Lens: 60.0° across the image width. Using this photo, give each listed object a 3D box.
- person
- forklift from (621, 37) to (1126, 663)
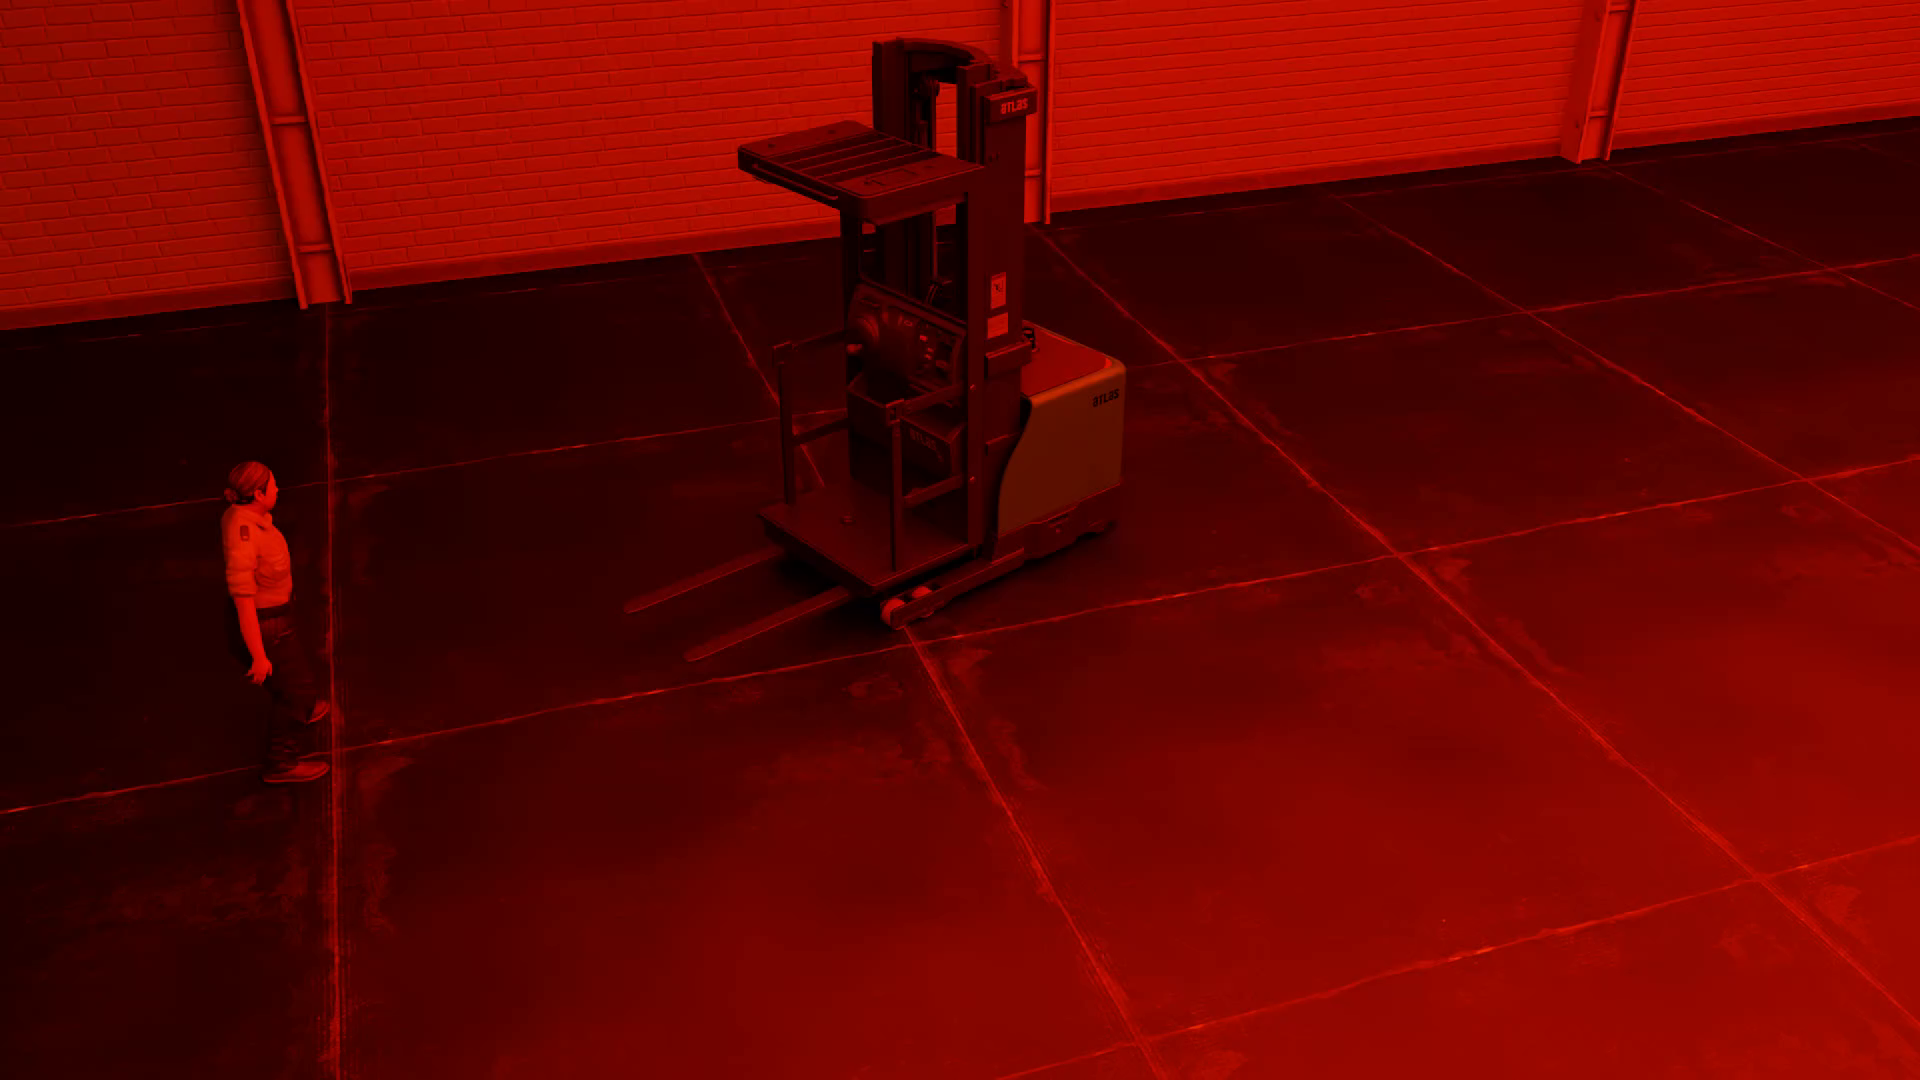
[{"bbox_3d":[-3.243,0.364,7.775,0.366,1.624,0.797,-13,32,-22],"label":"person"},{"bbox_3d":[-0.461,-1.072,8.951,3.031,2.935,1.130,-23,37,-34],"label":"forklift"}]
